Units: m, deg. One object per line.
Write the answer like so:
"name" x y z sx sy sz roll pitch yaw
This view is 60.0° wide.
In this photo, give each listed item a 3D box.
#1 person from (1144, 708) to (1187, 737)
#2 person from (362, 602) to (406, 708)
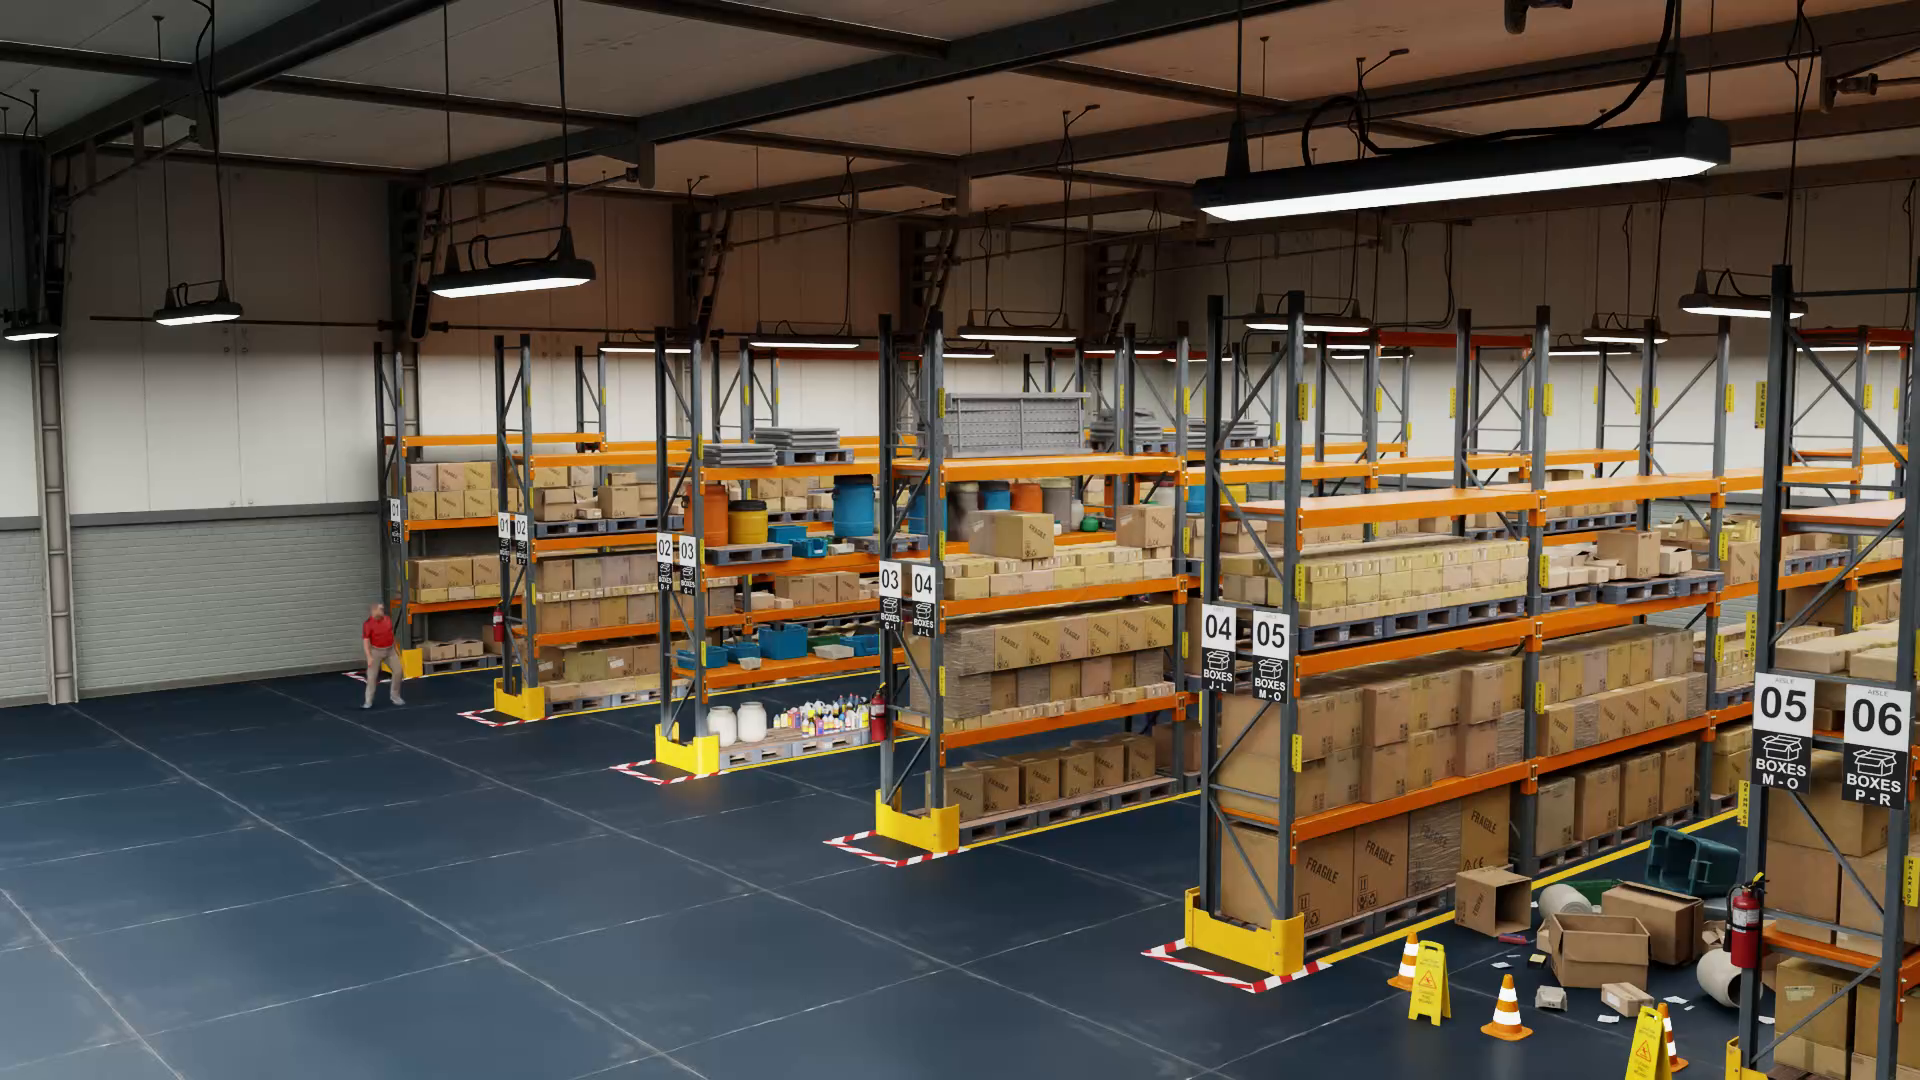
"person" 2.980 2.185 24.008 0.986 1.589 0.449 -4 7 -41
"person" -9.401 1.873 27.041 0.487 1.758 0.675 5 7 43
